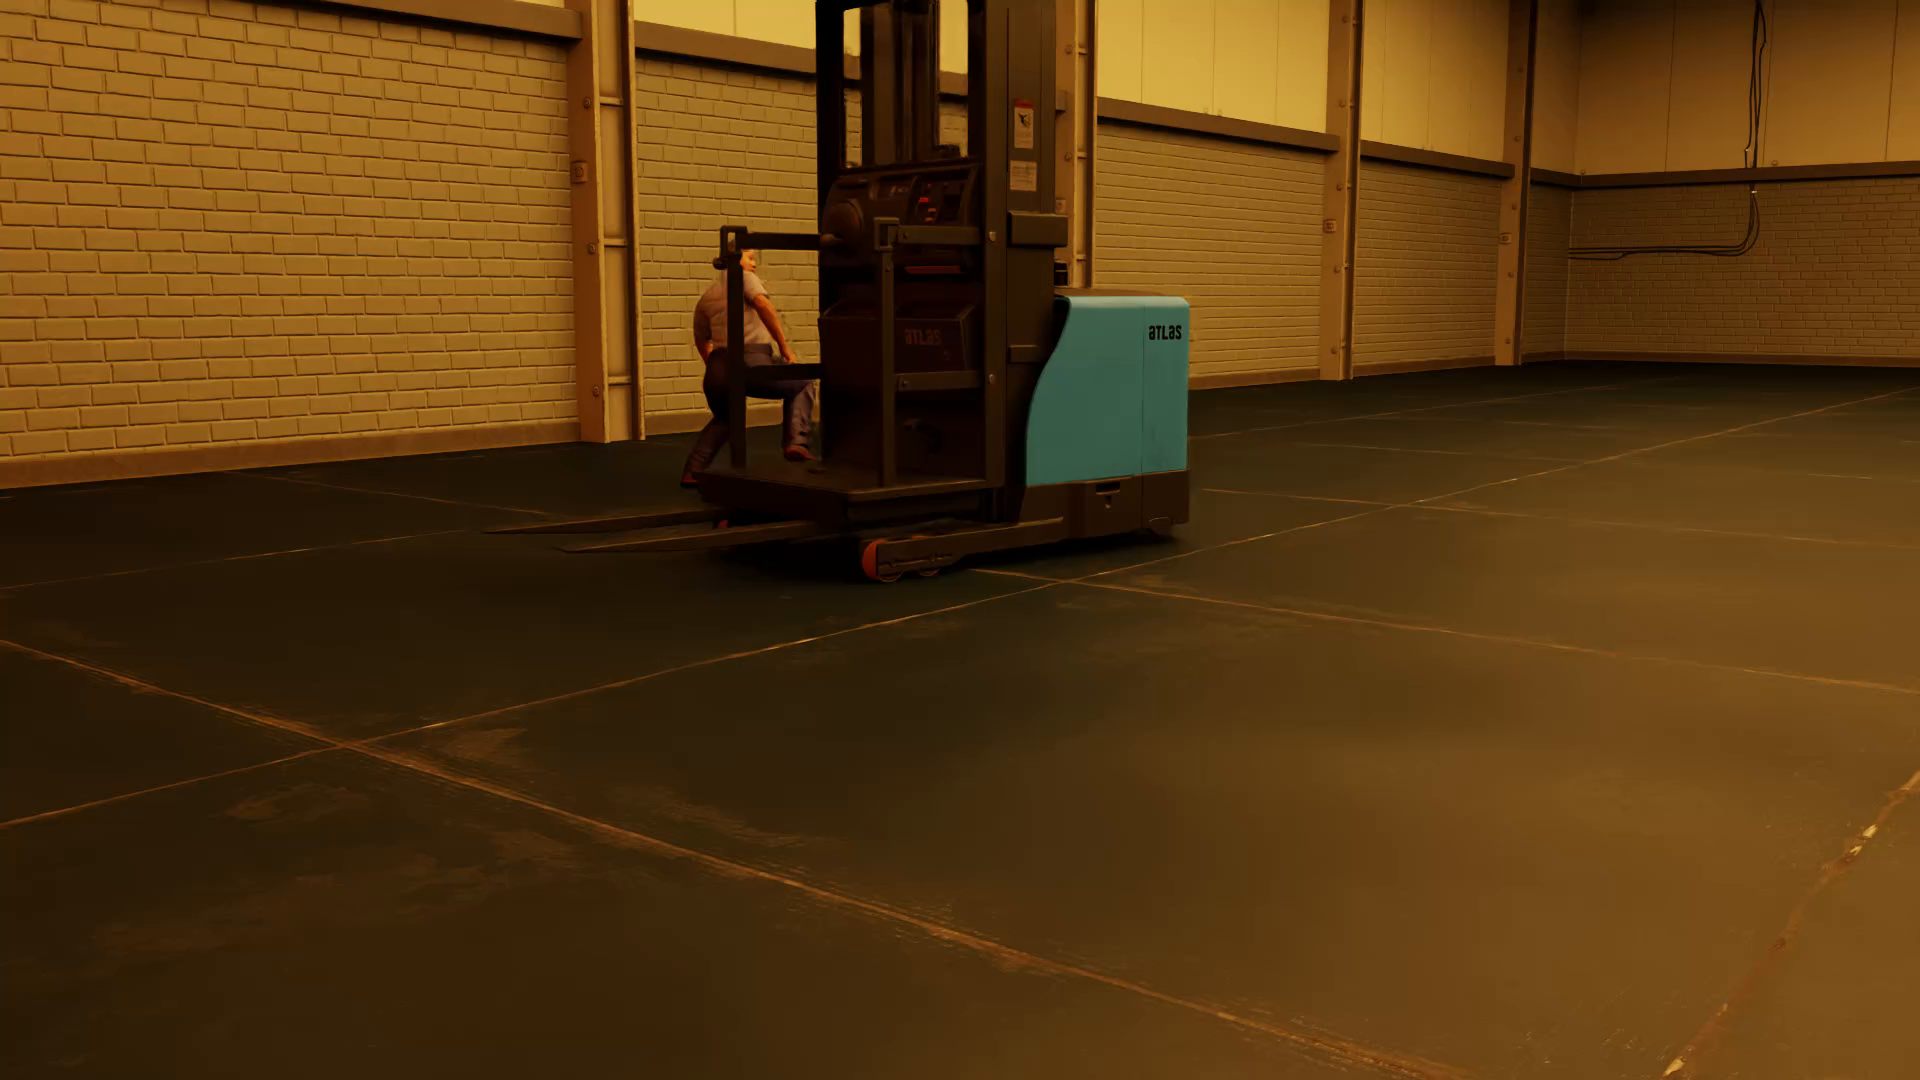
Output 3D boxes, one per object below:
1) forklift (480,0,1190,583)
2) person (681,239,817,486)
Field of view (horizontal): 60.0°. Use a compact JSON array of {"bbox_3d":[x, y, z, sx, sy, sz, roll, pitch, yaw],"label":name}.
[{"bbox_3d":[-0.409,-1.373,6.666,3.031,2.935,1.130,-7,11,-41],"label":"forklift"},{"bbox_3d":[-1.202,-0.973,9.375,0.771,1.432,0.631,4,9,24],"label":"person"}]
